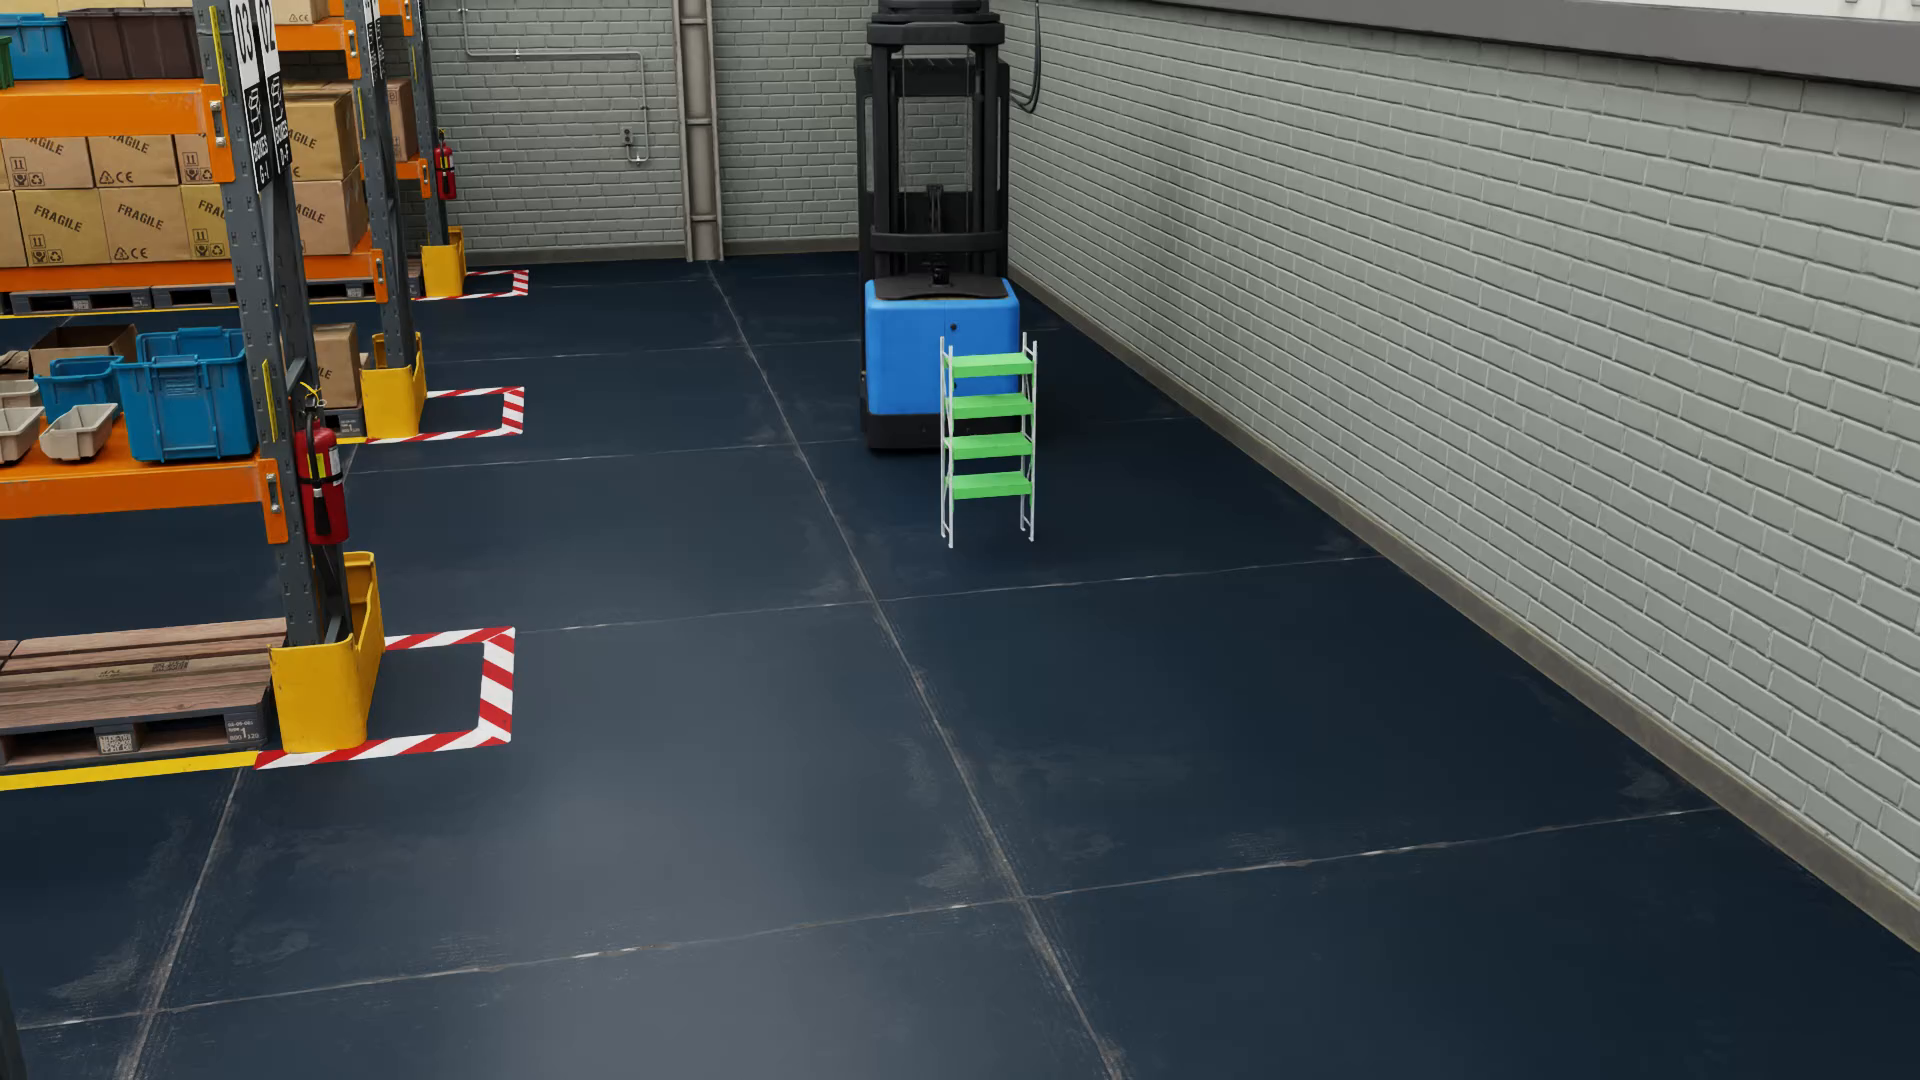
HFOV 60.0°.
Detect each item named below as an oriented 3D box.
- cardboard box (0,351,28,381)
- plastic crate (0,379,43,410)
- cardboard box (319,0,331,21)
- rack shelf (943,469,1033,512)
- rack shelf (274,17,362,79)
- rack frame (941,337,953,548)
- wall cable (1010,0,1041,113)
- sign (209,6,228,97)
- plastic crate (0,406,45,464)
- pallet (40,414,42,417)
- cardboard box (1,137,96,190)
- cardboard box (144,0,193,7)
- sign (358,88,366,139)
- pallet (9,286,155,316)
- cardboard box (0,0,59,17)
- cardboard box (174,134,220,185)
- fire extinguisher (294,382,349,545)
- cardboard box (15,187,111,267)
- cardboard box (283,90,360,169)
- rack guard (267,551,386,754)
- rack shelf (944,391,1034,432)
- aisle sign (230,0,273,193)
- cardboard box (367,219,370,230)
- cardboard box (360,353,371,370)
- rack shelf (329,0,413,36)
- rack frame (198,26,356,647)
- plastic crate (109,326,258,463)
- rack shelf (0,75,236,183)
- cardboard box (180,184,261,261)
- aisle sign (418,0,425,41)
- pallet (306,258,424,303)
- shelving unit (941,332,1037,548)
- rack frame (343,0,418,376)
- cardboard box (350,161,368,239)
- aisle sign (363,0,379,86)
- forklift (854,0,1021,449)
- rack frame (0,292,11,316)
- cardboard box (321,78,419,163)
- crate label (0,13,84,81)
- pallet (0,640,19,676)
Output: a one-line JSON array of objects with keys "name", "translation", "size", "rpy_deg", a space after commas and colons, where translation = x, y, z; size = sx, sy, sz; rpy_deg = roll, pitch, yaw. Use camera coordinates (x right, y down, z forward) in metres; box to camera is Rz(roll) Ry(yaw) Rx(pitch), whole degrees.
[{"name": "cardboard box", "translation": [-6.755, -1.157, 11.881], "size": [0.500, 0.311, 0.500], "rpy_deg": [-5, 21, -12]}, {"name": "plastic crate", "translation": [-4.253, -0.615, 7.430], "size": [0.298, 0.136, 0.250], "rpy_deg": [-5, 21, -12]}, {"name": "cardboard box", "translation": [-4.640, -3.713, 11.446], "size": [0.500, 0.250, 0.500], "rpy_deg": [-5, 21, -12]}, {"name": "rack shelf", "translation": [0.161, -0.291, 9.749], "size": [0.480, 0.148, 0.258], "rpy_deg": [-5, 21, -12]}, {"name": "rack shelf", "translation": [-6.028, -3.242, 10.990], "size": [4.000, 0.370, 1.077], "rpy_deg": [-5, 21, -12]}, {"name": "rack frame", "translation": [-0.076, -0.557, 9.591], "size": [0.015, 1.200, 0.240], "rpy_deg": [-5, 21, -12]}, {"name": "wall cable", "translation": [0.361, -5.675, 16.738], "size": [0.112, 2.526, 3.097], "rpy_deg": [-5, 21, -12]}, {"name": "sign", "translation": [-2.803, -1.848, 6.290], "size": [0.005, 0.325, 0.100], "rpy_deg": [-5, 21, -12]}, {"name": "plastic crate", "translation": [-3.983, -0.433, 6.931], "size": [0.243, 0.136, 0.396], "rpy_deg": [-5, 21, -12]}, {"name": "pallet", "translation": [-6.116, -0.856, 11.844], "size": [1.213, 0.211, 1.003], "rpy_deg": [-5, 21, -12]}, {"name": "cardboard box", "translation": [-5.946, -2.596, 10.941], "size": [0.500, 0.500, 0.500], "rpy_deg": [-4, 20, -11]}, {"name": "cardboard box", "translation": [-5.010, -3.503, 10.874], "size": [0.500, 0.250, 0.500], "rpy_deg": [-5, 21, -12]}, {"name": "sign", "translation": [-3.973, -2.835, 11.049], "size": [0.005, 0.325, 0.100], "rpy_deg": [-5, 21, -12]}, {"name": "pallet", "translation": [-8.360, -2.396, 16.048], "size": [1.213, 0.211, 1.003], "rpy_deg": [-5, 21, -12]}, {"name": "cardboard box", "translation": [-5.984, -3.425, 10.661], "size": [0.500, 0.250, 0.500], "rpy_deg": [-5, 21, -12]}, {"name": "cardboard box", "translation": [-4.943, -2.679, 11.168], "size": [0.500, 0.500, 0.500], "rpy_deg": [-4, 21, -11]}, {"name": "fire extinguisher", "translation": [-2.694, -0.320, 6.982], "size": [0.183, 0.674, 0.296], "rpy_deg": [-5, 21, -12]}, {"name": "cardboard box", "translation": [-5.936, -2.131, 11.125], "size": [0.500, 0.500, 0.500], "rpy_deg": [-5, 21, -13]}, {"name": "cardboard box", "translation": [-4.574, -2.900, 11.770], "size": [0.500, 0.500, 0.500], "rpy_deg": [-4, 20, -11]}, {"name": "rack guard", "translation": [-2.925, 0.496, 7.734], "size": [0.348, 0.500, 1.175], "rpy_deg": [-5, 21, -12]}, {"name": "rack shelf", "translation": [0.161, -0.742, 9.583], "size": [0.480, 0.148, 0.258], "rpy_deg": [-5, 21, -12]}, {"name": "aisle sign", "translation": [-2.808, -1.800, 6.588], "size": [0.004, 0.787, 0.394], "rpy_deg": [-5, 21, -12]}, {"name": "cardboard box", "translation": [-5.883, -2.922, 16.455], "size": [0.500, 0.500, 0.700], "rpy_deg": [-5, 21, -12]}, {"name": "cardboard box", "translation": [-4.568, -1.280, 12.453], "size": [0.250, 0.149, 0.380], "rpy_deg": [-5, 21, -12]}, {"name": "rack shelf", "translation": [-7.172, -4.900, 15.516], "size": [4.000, 0.370, 1.077], "rpy_deg": [-5, 21, -12]}, {"name": "rack frame", "translation": [-2.946, -0.672, 7.287], "size": [0.127, 3.000, 1.000], "rpy_deg": [-5, 21, -12]}, {"name": "plastic crate", "translation": [-3.228, -0.627, 7.028], "size": [0.499, 0.435, 0.616], "rpy_deg": [-5, 21, -12]}, {"name": "rack shelf", "translation": [-4.892, -1.584, 6.463], "size": [4.000, 0.370, 1.077], "rpy_deg": [-5, 21, -12]}, {"name": "cardboard box", "translation": [-4.959, -2.208, 11.336], "size": [0.500, 0.500, 0.500], "rpy_deg": [-4, 21, -12]}, {"name": "aisle sign", "translation": [-5.086, -5.114, 15.634], "size": [0.004, 0.787, 0.394], "rpy_deg": [-5, 21, -12]}, {"name": "pallet", "translation": [-5.985, -2.589, 16.576], "size": [1.213, 0.211, 1.003], "rpy_deg": [-5, 21, -12]}, {"name": "shelving unit", "translation": [0.161, -0.576, 9.644], "size": [0.503, 1.200, 0.258], "rpy_deg": [-5, 21, -12]}, {"name": "rack frame", "translation": [-4.082, -2.330, 11.814], "size": [0.127, 3.000, 1.000], "rpy_deg": [-5, 21, -12]}, {"name": "cardboard box", "translation": [-4.574, -2.430, 11.942], "size": [0.500, 0.500, 0.500], "rpy_deg": [-4, 21, -11]}, {"name": "aisle sign", "translation": [-3.945, -3.454, 11.102], "size": [0.004, 0.787, 0.394], "rpy_deg": [-5, 21, -12]}, {"name": "forklift", "translation": [-0.212, -2.456, 12.259], "size": [1.130, 2.935, 3.031], "rpy_deg": [-1, 20, -4]}, {"name": "rack frame", "translation": [-9.118, -3.671, 15.476], "size": [0.127, 3.000, 1.000], "rpy_deg": [-5, 21, -12]}, {"name": "cardboard box", "translation": [-5.719, -4.085, 16.169], "size": [0.700, 0.700, 0.980], "rpy_deg": [-4, 20, -10]}, {"name": "crate label", "translation": [-3.918, -2.045, 6.893], "size": [0.502, 0.251, 0.408], "rpy_deg": [-5, 21, -12]}, {"name": "pallet", "translation": [-4.942, 0.785, 7.364], "size": [1.213, 0.211, 1.003], "rpy_deg": [-5, 21, -12]}]
